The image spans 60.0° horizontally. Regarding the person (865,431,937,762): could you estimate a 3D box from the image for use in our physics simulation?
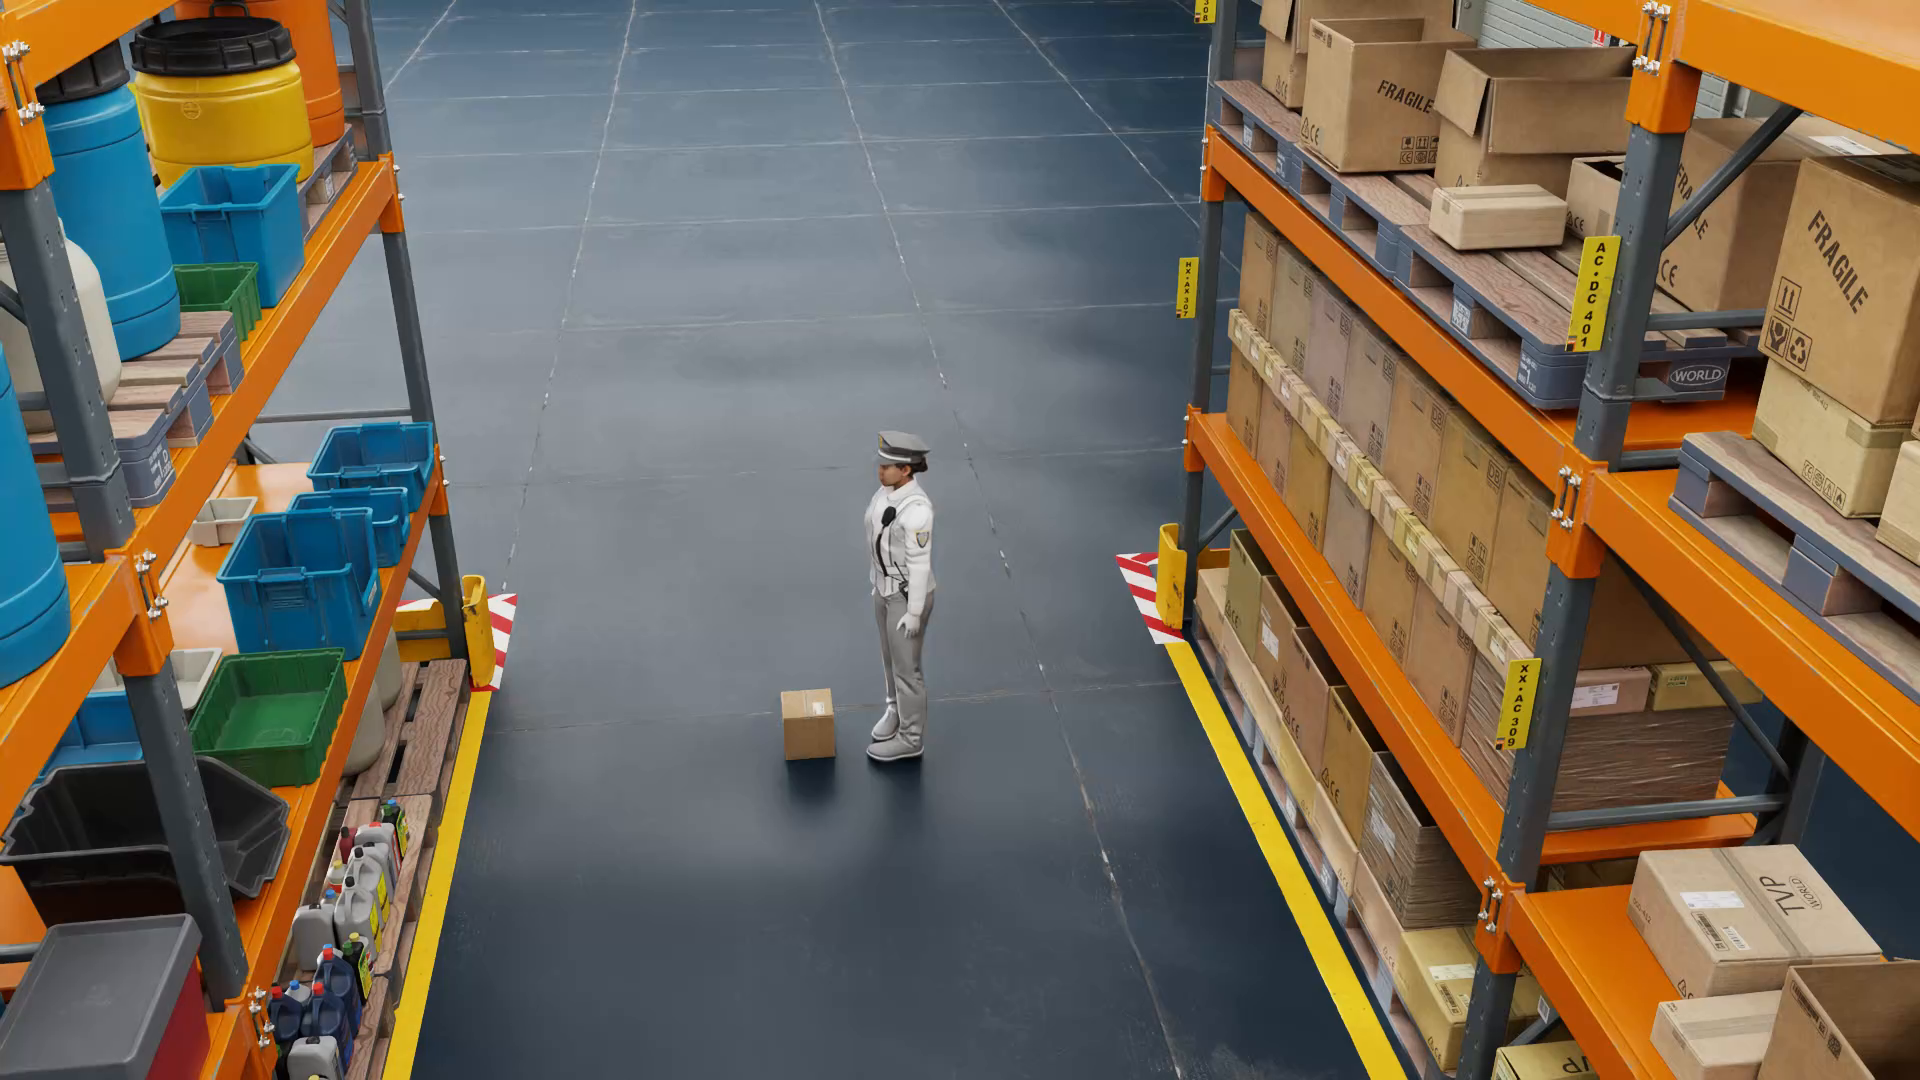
[{"bbox_3d":[-0.317,0.263,8.069,0.388,1.688,0.499,-10,29,-19],"label":"person"}]
